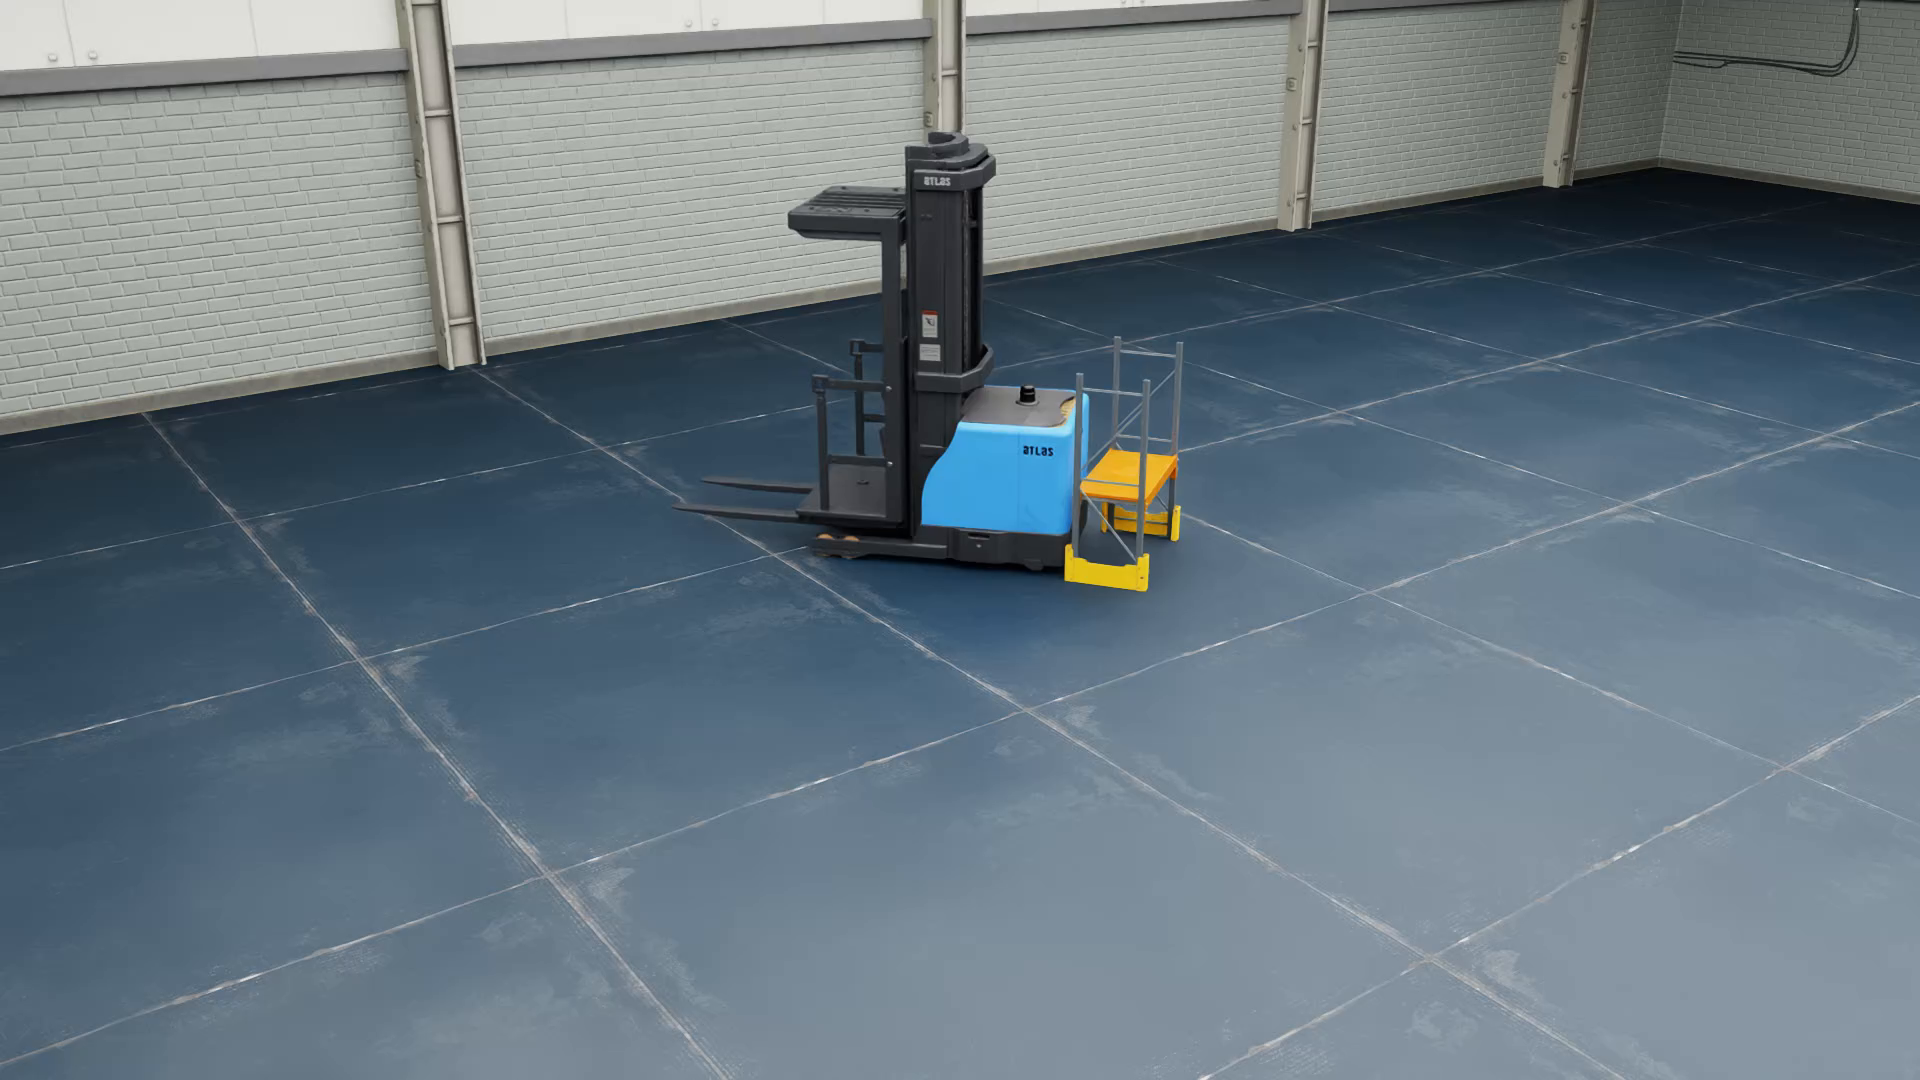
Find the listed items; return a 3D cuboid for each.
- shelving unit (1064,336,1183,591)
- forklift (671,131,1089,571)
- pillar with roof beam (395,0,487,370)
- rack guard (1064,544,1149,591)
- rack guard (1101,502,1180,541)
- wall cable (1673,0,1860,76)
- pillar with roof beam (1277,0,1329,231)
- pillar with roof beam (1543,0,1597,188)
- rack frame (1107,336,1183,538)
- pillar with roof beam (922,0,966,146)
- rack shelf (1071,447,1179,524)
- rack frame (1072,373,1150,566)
[{"bbox_3d":[1.185,-0.563,11.784,0.587,1.500,1.083,7,23,18],"label":"shelving unit"},{"bbox_3d":[-0.611,-1.405,11.963,3.031,2.935,1.130,4,22,11],"label":"forklift"},{"bbox_3d":[-2.536,-4.675,11.969,0.400,9.000,9.100,-15,26,-33],"label":"pillar with roof beam"},{"bbox_3d":[1.019,0.192,11.579,0.587,0.250,0.087,7,23,18],"label":"rack guard"},{"bbox_3d":[1.350,-0.157,12.452,0.587,0.250,0.087,7,23,18],"label":"rack guard"},{"bbox_3d":[12.725,-8.663,26.155,0.112,2.526,3.097,-15,26,-33],"label":"wall cable"},{"bbox_3d":[7.205,-7.272,18.478,0.400,9.000,9.100,-15,26,-33],"label":"pillar with roof beam"},{"bbox_3d":[12.075,-8.571,21.733,0.400,9.000,9.100,-15,26,-33],"label":"pillar with roof beam"},{"bbox_3d":[1.356,-0.744,12.237,0.500,1.500,0.032,7,23,18],"label":"rack frame"},{"bbox_3d":[2.334,-5.973,15.224,0.400,9.000,9.100,-15,26,-33],"label":"pillar with roof beam"},{"bbox_3d":[1.188,-0.399,11.858,0.538,0.185,1.000,7,23,18],"label":"rack shelf"},{"bbox_3d":[1.019,-0.388,11.346,0.500,1.500,0.032,7,23,18],"label":"rack frame"}]
